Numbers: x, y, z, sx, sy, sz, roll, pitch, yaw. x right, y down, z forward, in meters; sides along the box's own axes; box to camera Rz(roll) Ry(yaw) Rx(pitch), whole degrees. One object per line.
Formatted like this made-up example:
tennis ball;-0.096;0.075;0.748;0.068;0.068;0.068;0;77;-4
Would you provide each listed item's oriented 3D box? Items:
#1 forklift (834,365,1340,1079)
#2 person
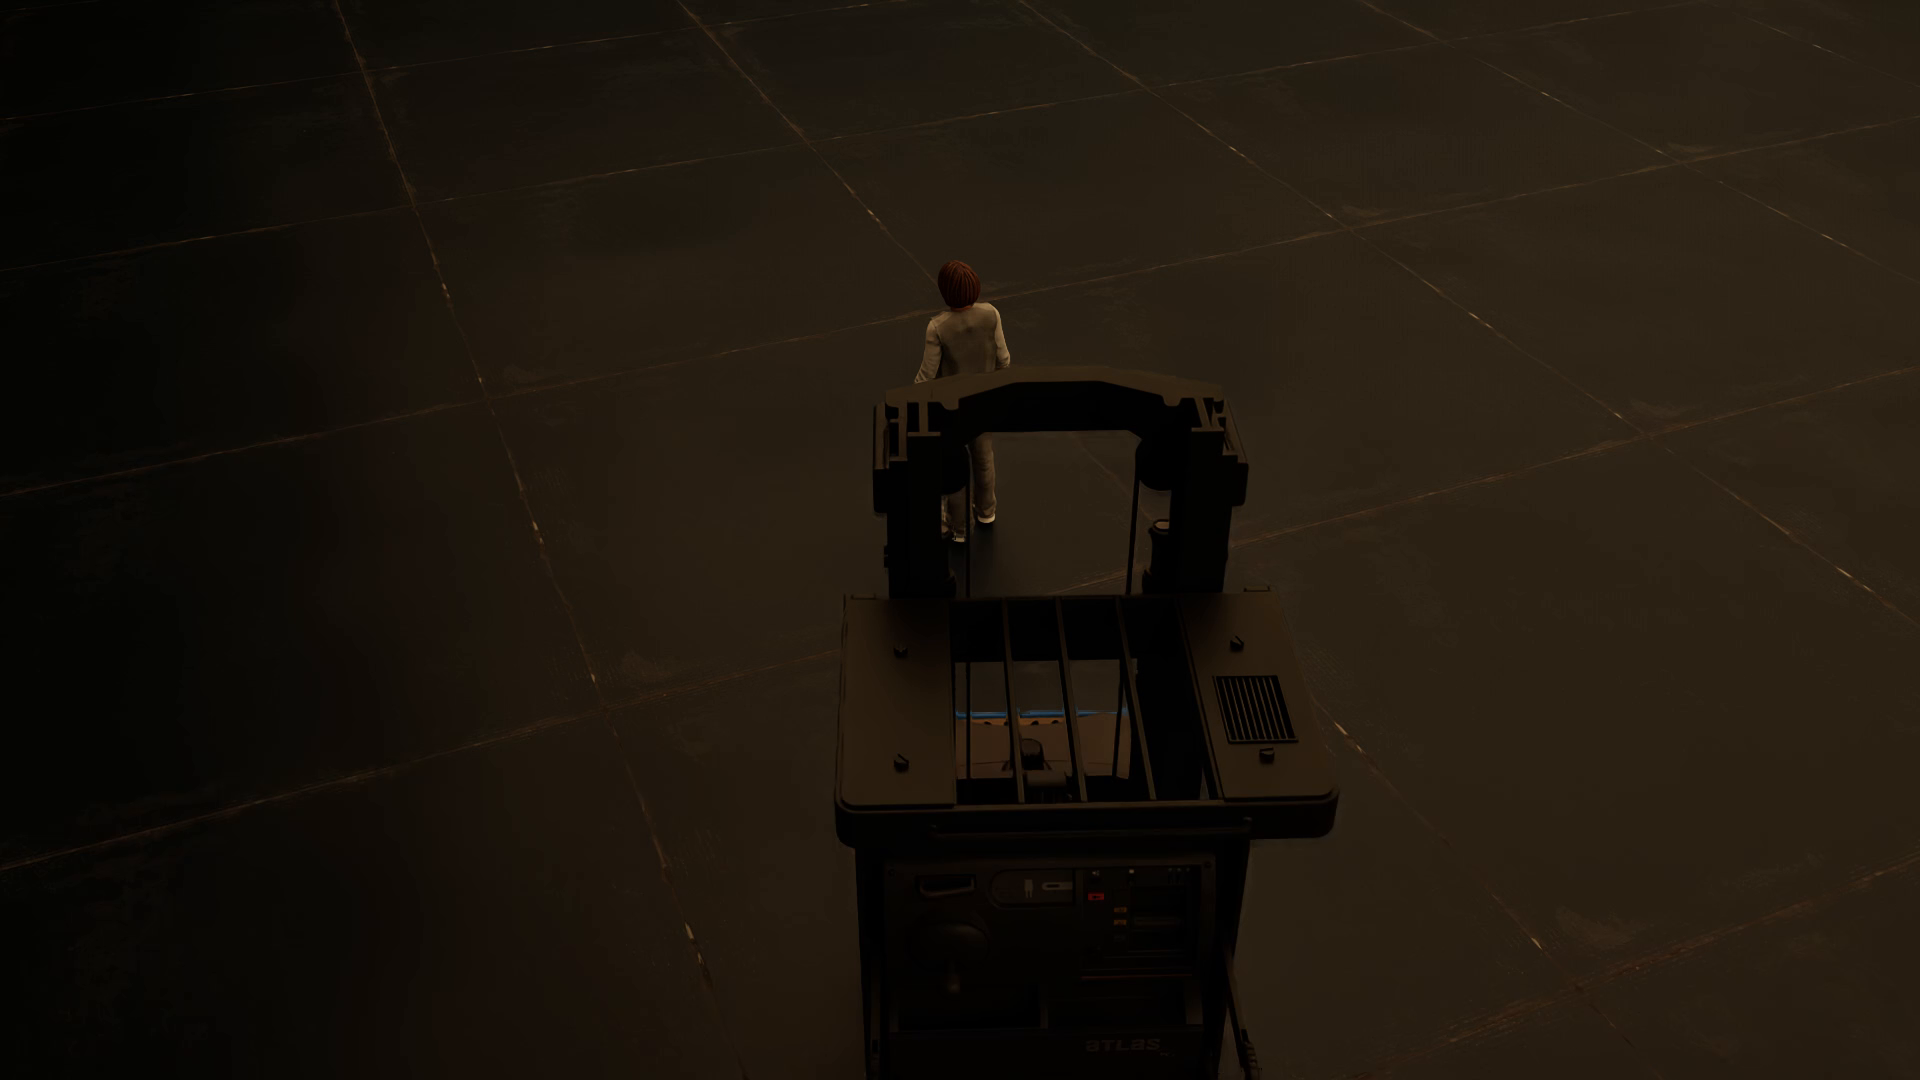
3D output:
forklift;0.262;1.138;4.499;1.130;2.935;3.031;-1;35;-2
person;-0.017;-0.699;8.221;0.521;1.599;0.473;-14;38;-19
